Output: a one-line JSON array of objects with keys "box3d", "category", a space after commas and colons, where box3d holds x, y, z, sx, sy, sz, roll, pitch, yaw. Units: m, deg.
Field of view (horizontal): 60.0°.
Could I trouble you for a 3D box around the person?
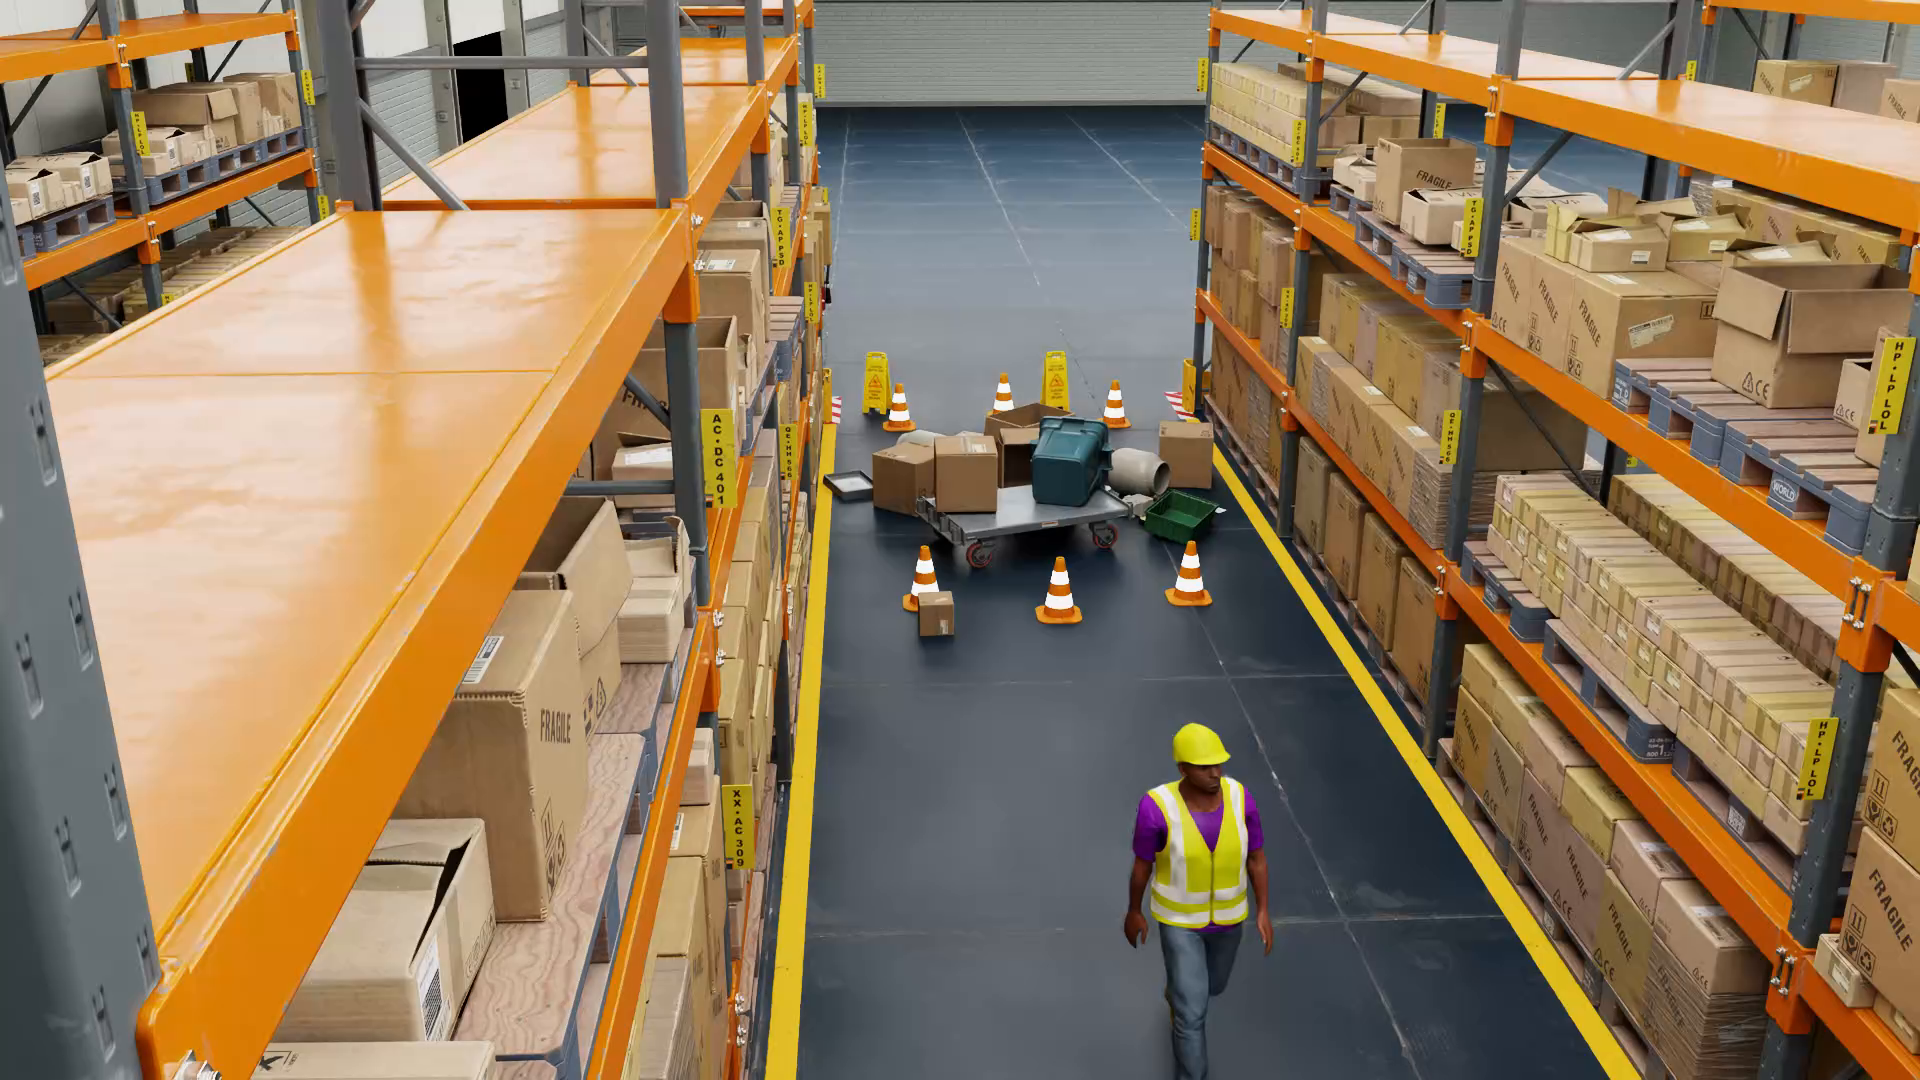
[{"box3d": [1.044, 1.613, 7.189, 0.595, 1.736, 0.969, -5, 21, -13], "category": "person"}]
